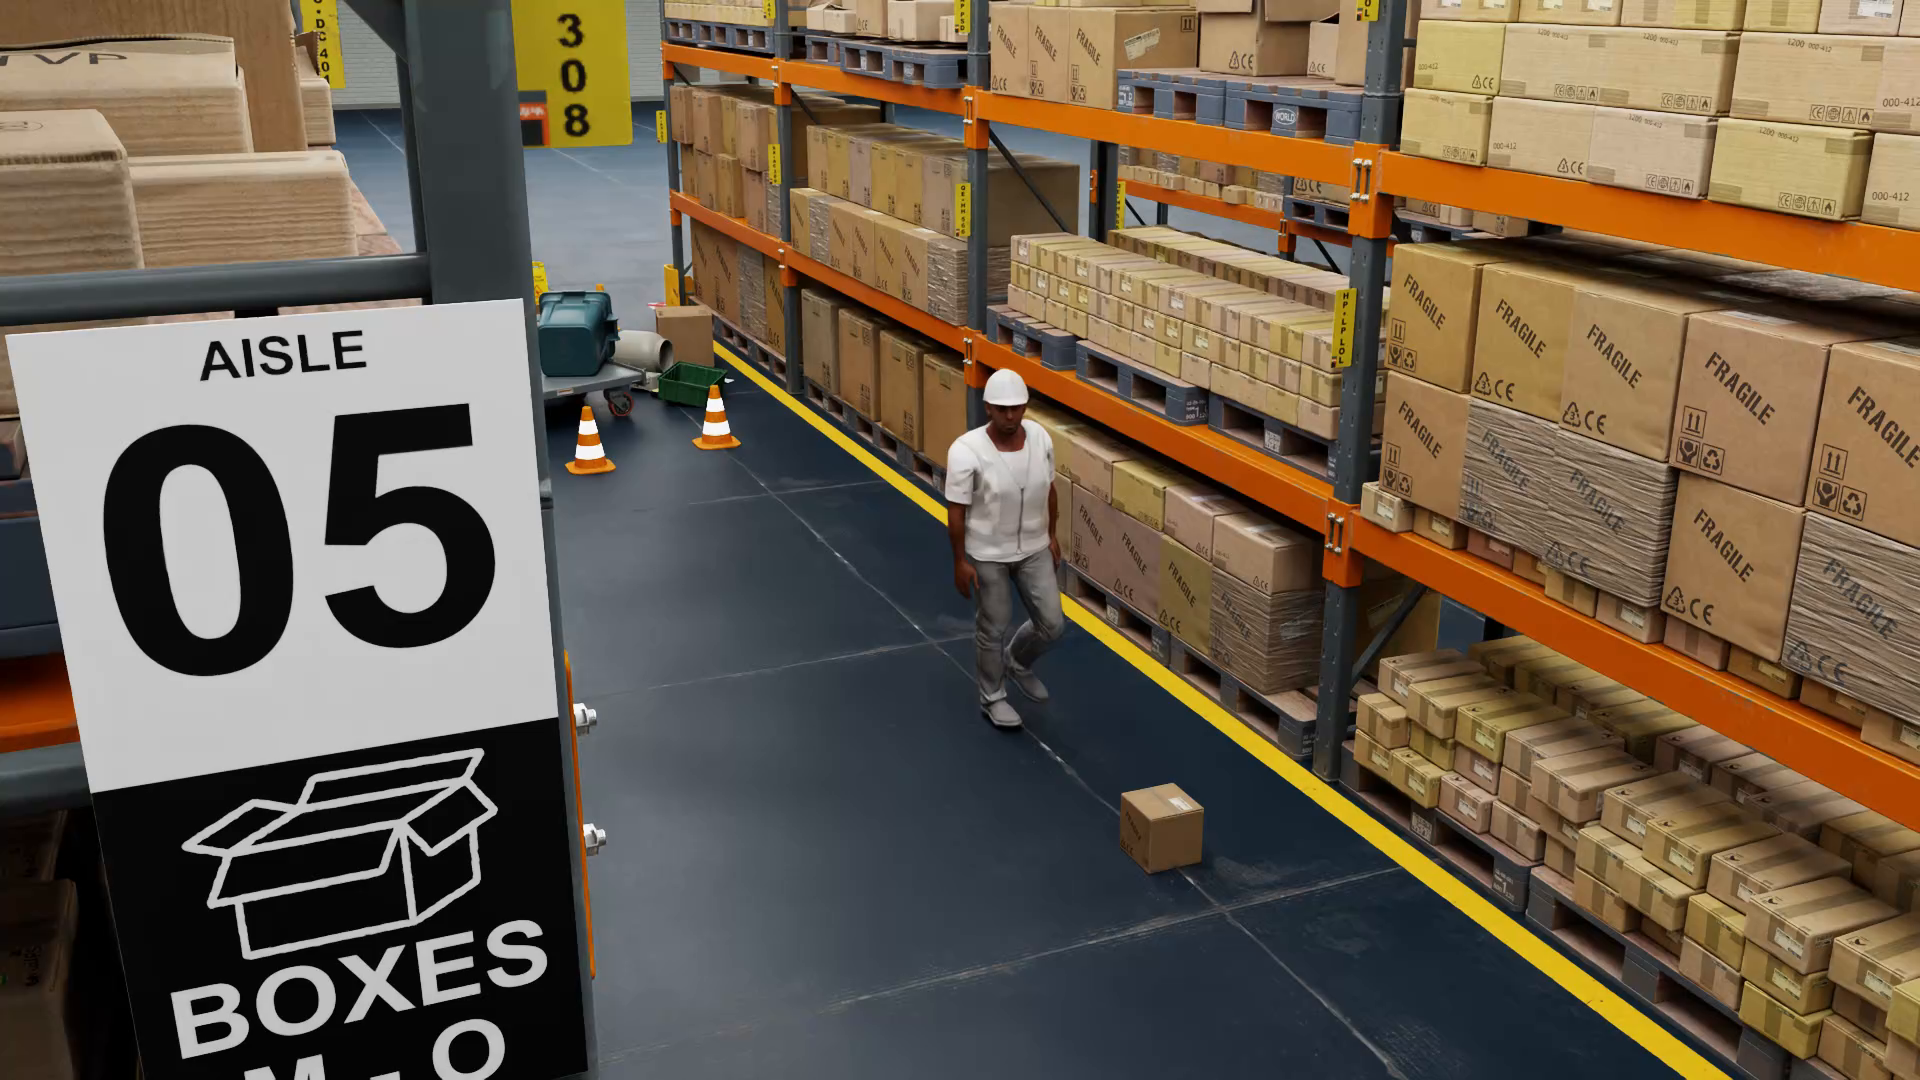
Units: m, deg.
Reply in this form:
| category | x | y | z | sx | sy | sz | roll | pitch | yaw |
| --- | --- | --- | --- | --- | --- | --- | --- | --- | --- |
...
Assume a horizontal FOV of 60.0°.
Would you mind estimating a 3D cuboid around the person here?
| category | x | y | z | sx | sy | sz | roll | pitch | yaw |
| --- | --- | --- | --- | --- | --- | --- | --- | --- | --- |
| person | 0.217 | 0.044 | 7.818 | 0.615 | 1.756 | 0.474 | -8 | 20 | -22 |
